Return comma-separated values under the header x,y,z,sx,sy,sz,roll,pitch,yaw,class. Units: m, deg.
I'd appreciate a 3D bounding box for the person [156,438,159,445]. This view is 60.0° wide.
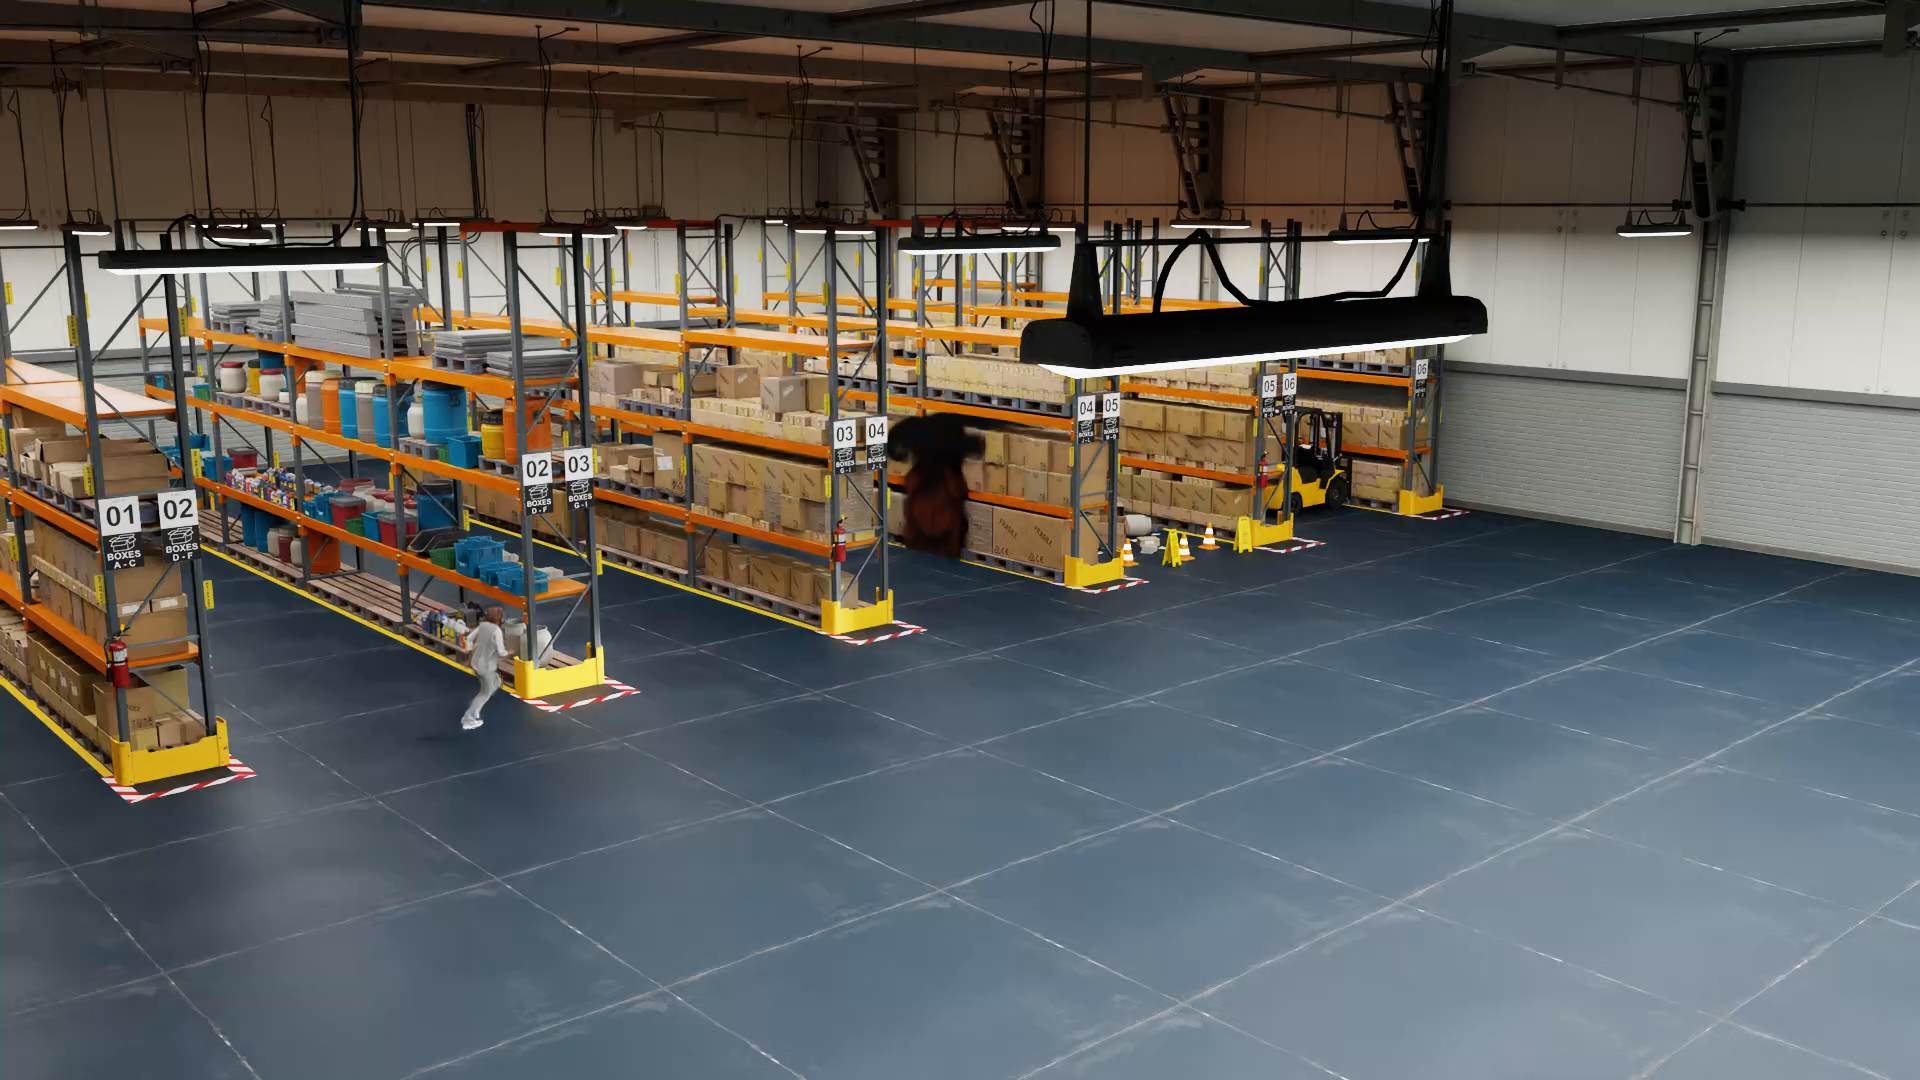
x,y,z,sx,sy,sz,roll,pitch,yaw,class
-16.767,-1.311,34.101,1.034,1.630,0.665,-4,12,-21,person

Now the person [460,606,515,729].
x,y,z,sx,sy,sz,roll,pitch,yaw,class
-5.789,1.541,20.396,0.749,1.494,0.508,-10,15,-42,person

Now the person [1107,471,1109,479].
x,y,z,sx,sy,sz,roll,pitch,yaw,class
3.058,-1.968,37.219,0.920,1.695,0.612,11,16,43,person
